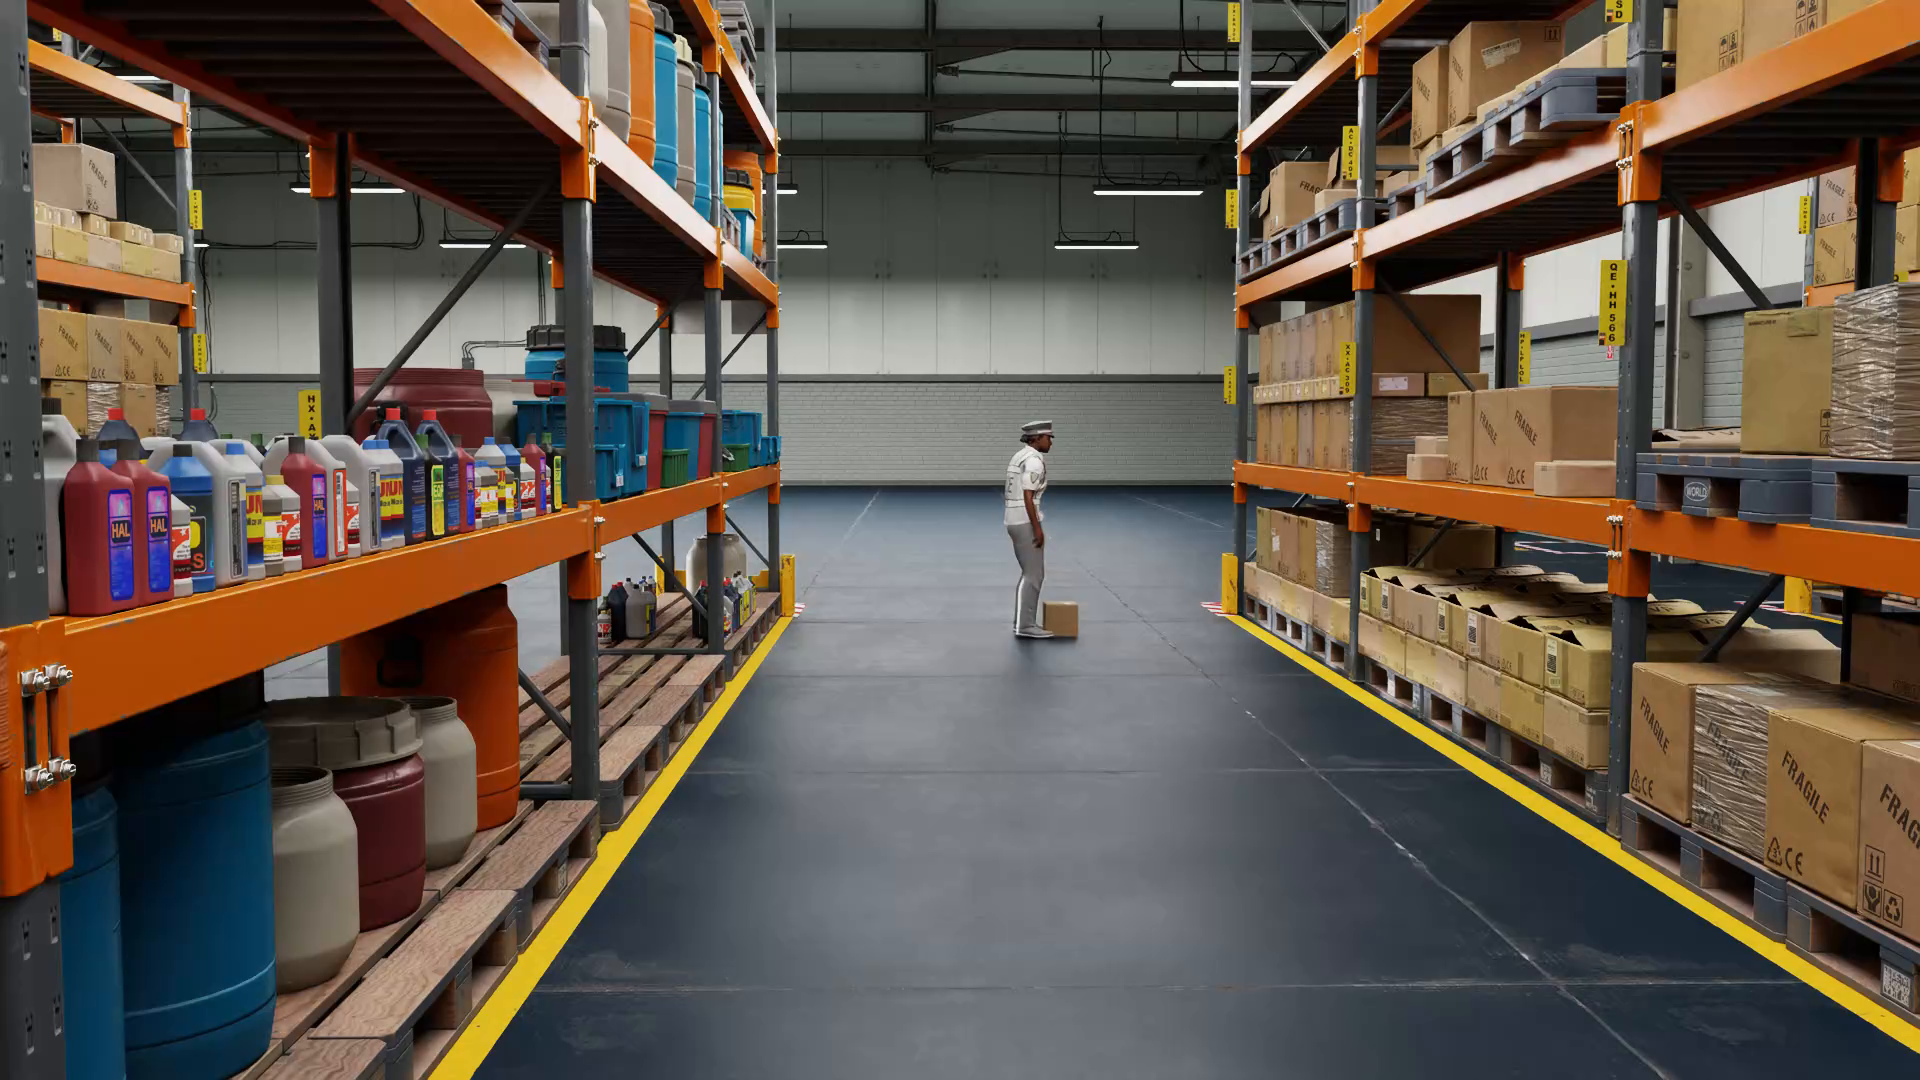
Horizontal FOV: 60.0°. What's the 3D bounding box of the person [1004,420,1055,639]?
[{"bbox_3d":[0.543,-0.093,12.841,0.391,1.664,0.532,0,4,-4],"label":"person"}]
